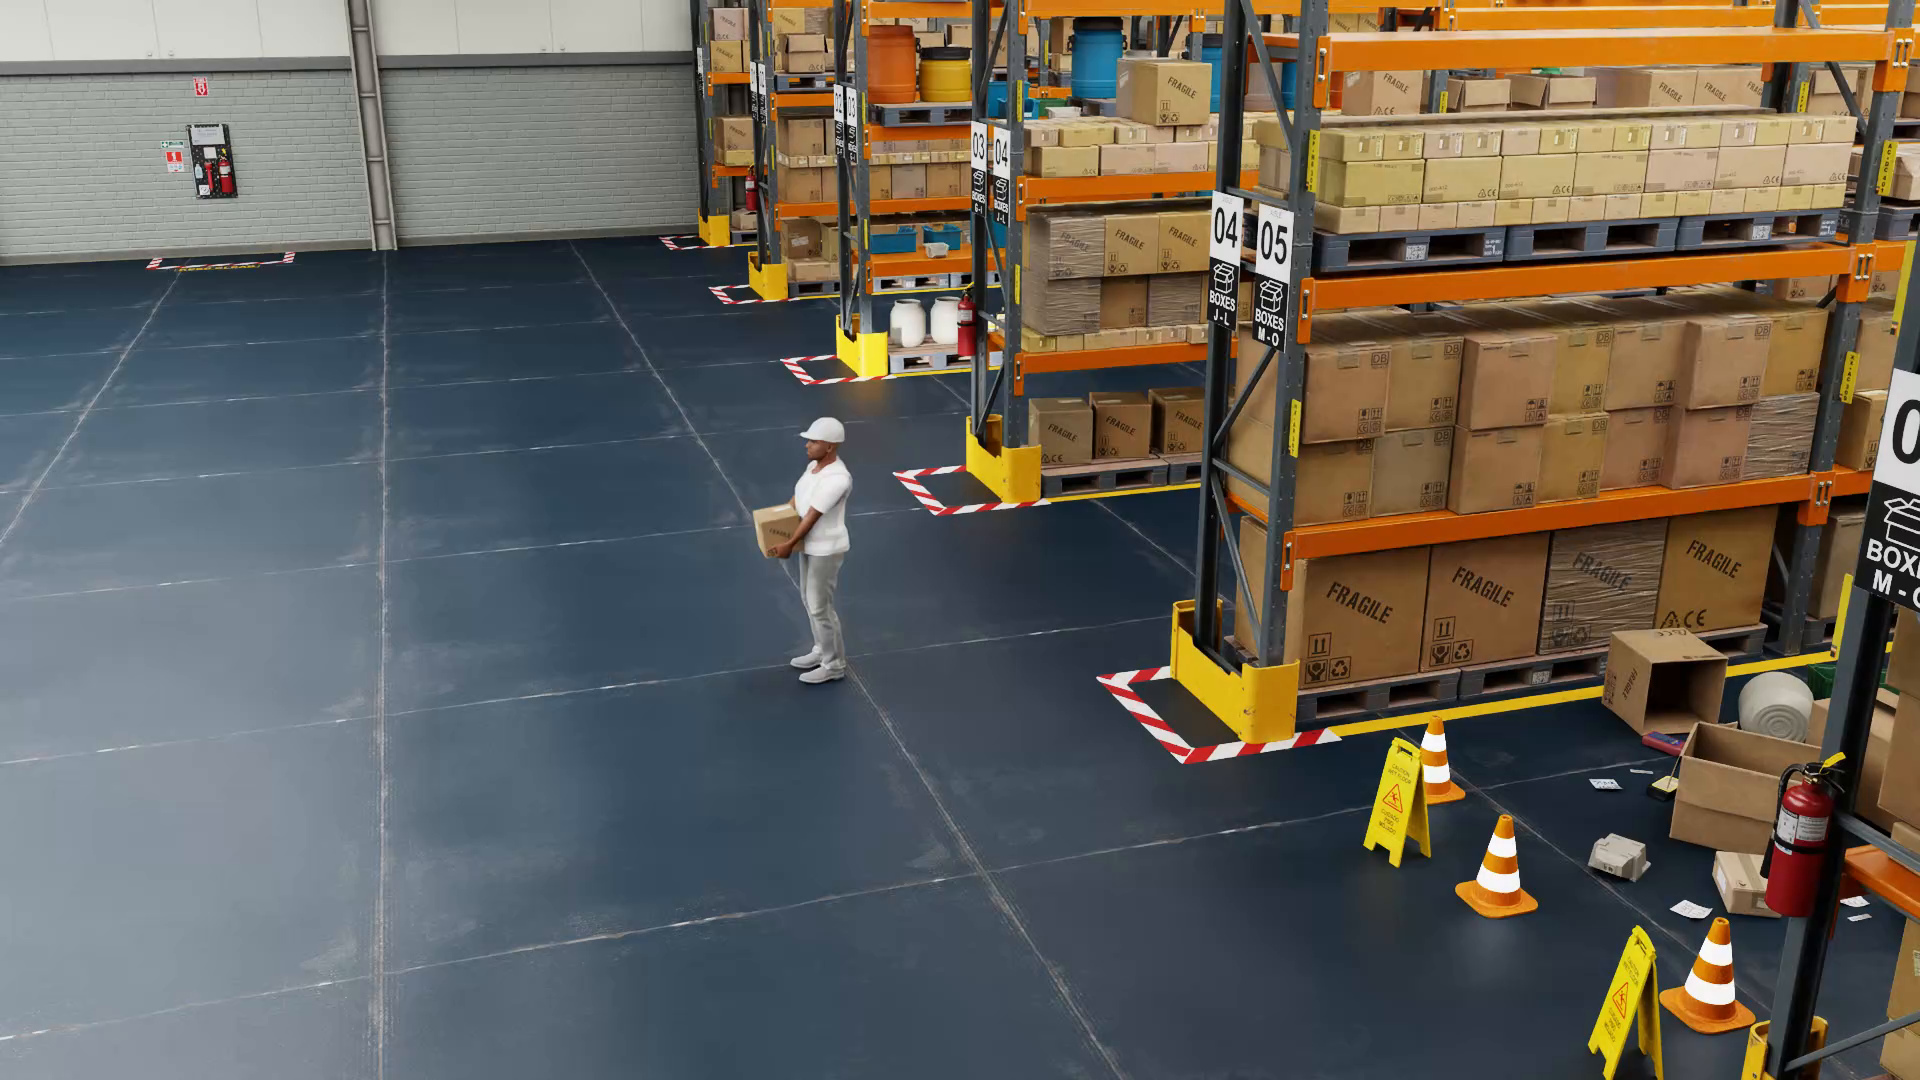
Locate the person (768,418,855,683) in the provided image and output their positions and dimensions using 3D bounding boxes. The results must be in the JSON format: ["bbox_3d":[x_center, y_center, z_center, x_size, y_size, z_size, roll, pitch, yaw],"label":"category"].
[{"bbox_3d":[-0.990,0.067,10.848,0.587,1.760,0.502,-6,20,-17],"label":"person"}]
